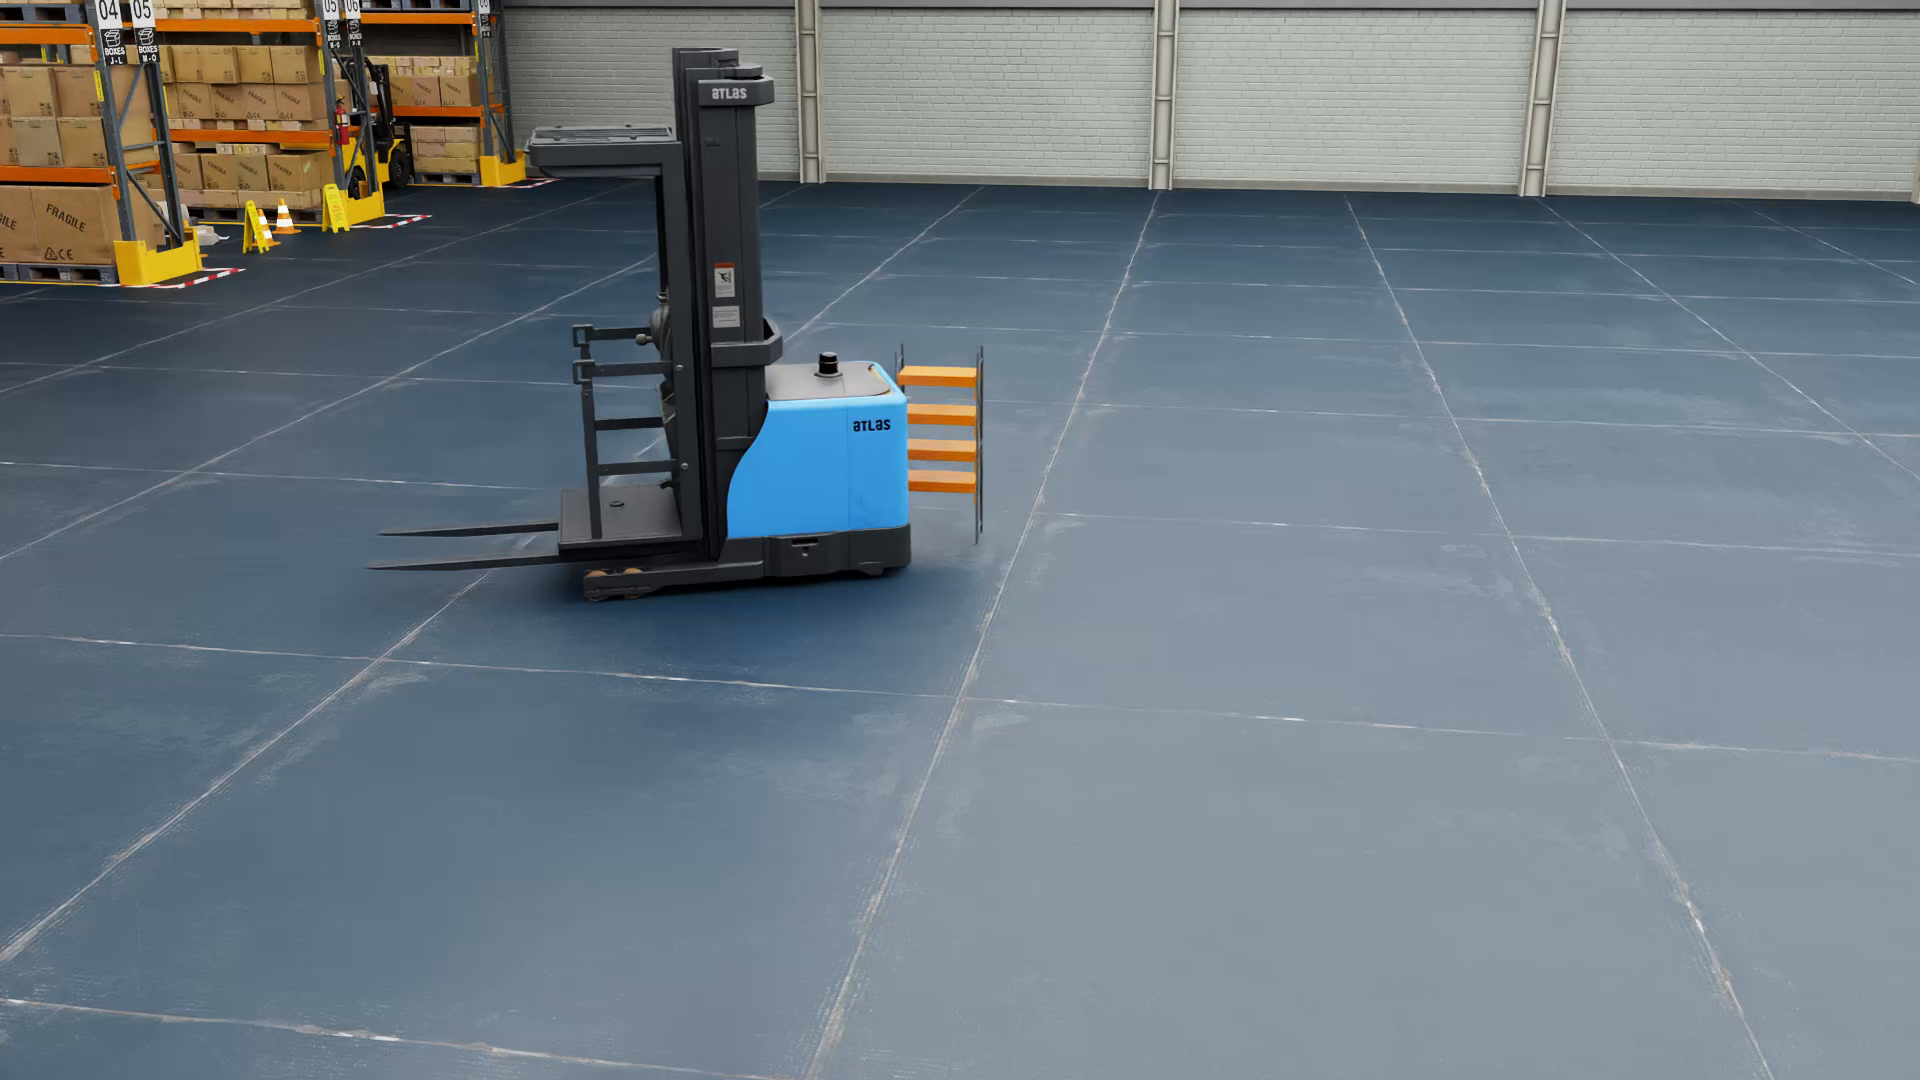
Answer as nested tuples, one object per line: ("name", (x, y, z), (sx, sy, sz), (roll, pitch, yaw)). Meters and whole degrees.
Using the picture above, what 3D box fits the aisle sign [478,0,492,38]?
("aisle sign", (-7.911, -8.763, 27.669), (0.004, 0.787, 0.394), (3, 19, 9))

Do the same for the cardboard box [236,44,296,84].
("cardboard box", (-9.750, -6.718, 23.452), (0.500, 0.500, 0.700), (3, 19, 9))

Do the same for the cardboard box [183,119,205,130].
("cardboard box", (-10.887, -5.965, 23.799), (0.250, 0.149, 0.380), (3, 19, 8))

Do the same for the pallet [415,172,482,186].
("pallet", (-8.690, -6.329, 28.885), (1.213, 0.211, 1.003), (3, 19, 9))

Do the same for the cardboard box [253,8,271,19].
("cardboard box", (-9.617, -7.330, 23.153), (0.250, 0.149, 0.380), (3, 19, 10))

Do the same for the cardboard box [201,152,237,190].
("cardboard box", (-10.558, -5.333, 24.003), (0.500, 0.500, 0.500), (2, 19, 7))

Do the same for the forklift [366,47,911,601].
("forklift", (-1.857, -1.232, 9.366), (3.031, 2.935, 1.130), (-4, 19, -12))

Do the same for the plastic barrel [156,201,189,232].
("plastic barrel", (-10.992, -4.478, 23.020), (0.512, 0.421, 0.421), (-15, 24, -38))

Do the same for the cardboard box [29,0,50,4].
("cardboard box", (-10.029, -5.988, 18.321), (0.250, 0.149, 0.380), (3, 19, 9))

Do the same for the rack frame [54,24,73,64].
("rack frame", (-12.662, -6.272, 24.320), (0.127, 3.000, 1.000), (3, 19, 9))

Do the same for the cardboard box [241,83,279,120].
("cardboard box", (-9.786, -6.227, 23.558), (0.500, 0.500, 0.500), (3, 19, 9))

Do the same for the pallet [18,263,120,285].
("pallet", (-10.200, -3.208, 19.558), (1.213, 0.211, 1.003), (3, 19, 9))

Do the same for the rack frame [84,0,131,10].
("rack frame", (-9.398, -7.359, 18.116), (0.127, 3.000, 1.000), (3, 19, 9))

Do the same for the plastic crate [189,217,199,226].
("plastic crate", (-11.242, -4.551, 23.779), (0.583, 0.080, 0.402), (-3, 19, -10))

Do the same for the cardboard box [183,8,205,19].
("cardboard box", (-10.633, -7.367, 23.263), (0.250, 0.149, 0.380), (3, 19, 8))

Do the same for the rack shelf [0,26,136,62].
("rack shelf", (-11.372, -5.697, 19.007), (4.000, 0.370, 1.077), (3, 19, 9))

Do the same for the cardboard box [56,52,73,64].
("cardboard box", (-13.070, -7.101, 24.489), (0.250, 0.149, 0.380), (3, 19, 8))

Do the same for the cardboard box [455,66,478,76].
("cardboard box", (-8.316, -7.910, 28.037), (0.250, 0.149, 0.380), (3, 19, 9))

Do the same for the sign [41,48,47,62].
("sign", (-15.904, -8.369, 28.889), (0.005, 0.325, 0.100), (3, 19, 9))

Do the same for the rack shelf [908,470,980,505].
("rack shelf", (-0.123, -0.330, 10.235), (0.480, 0.148, 0.258), (3, 19, 7))

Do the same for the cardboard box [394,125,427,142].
("cardboard box", (-9.438, -6.967, 28.493), (0.500, 0.250, 0.500), (3, 19, 9))

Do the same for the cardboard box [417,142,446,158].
("cardboard box", (-8.952, -6.713, 28.523), (0.500, 0.250, 0.500), (3, 19, 8))

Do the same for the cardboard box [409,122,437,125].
("cardboard box", (-9.359, -7.131, 28.984), (0.500, 0.250, 0.500), (3, 19, 8))

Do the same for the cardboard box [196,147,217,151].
("cardboard box", (-11.029, -5.526, 24.582), (0.500, 0.500, 0.500), (4, 19, 12))

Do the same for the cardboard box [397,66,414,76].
("cardboard box", (-9.333, -7.961, 28.188), (0.250, 0.149, 0.380), (2, 19, 7))

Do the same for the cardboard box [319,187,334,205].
("cardboard box", (-9.465, -5.093, 24.468), (0.500, 0.250, 0.500), (3, 19, 8))

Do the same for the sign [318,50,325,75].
("sign", (-8.820, -6.596, 22.968), (0.005, 0.325, 0.100), (3, 19, 9))

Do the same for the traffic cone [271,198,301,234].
("traffic cone", (-9.342, -4.485, 22.978), (0.334, 0.463, 0.336), (3, 19, 9))

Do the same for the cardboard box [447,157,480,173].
("cardboard box", (-8.443, -6.445, 28.511), (0.500, 0.250, 0.500), (3, 19, 9))

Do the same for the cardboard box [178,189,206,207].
("cardboard box", (-11.069, -5.003, 24.201), (0.500, 0.250, 0.500), (3, 19, 8))

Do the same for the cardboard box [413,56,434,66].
("cardboard box", (-9.061, -8.117, 28.186), (0.250, 0.149, 0.380), (3, 19, 9))

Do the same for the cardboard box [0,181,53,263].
("cardboard box", (-10.947, -3.763, 19.509), (0.875, 0.875, 0.875), (3, 19, 8))

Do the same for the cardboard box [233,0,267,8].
("cardboard box", (-9.755, -7.534, 23.133), (0.500, 0.250, 0.500), (3, 19, 8))

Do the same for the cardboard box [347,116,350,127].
("cardboard box", (-9.015, -6.033, 24.003), (0.250, 0.149, 0.380), (3, 19, 9))

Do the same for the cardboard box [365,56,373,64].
("cardboard box", (-10.077, -8.167, 28.336), (0.250, 0.149, 0.380), (3, 19, 9))

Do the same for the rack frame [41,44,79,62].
("rack frame", (-15.828, -8.028, 29.570), (0.127, 3.000, 1.000), (3, 19, 9))

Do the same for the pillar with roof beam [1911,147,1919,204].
("pillar with roof beam", (14.540, -8.231, 20.722), (0.400, 9.000, 9.100), (3, 19, 9))

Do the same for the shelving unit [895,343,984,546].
("shelving unit", (-0.123, -0.582, 10.151), (0.503, 1.200, 0.258), (3, 19, 7))

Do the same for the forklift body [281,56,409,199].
("forklift body", (-10.090, -6.747, 27.078), (1.214, 2.155, 2.313), (3, 19, 9))

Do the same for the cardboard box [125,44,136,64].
("cardboard box", (-11.761, -6.812, 23.732), (0.500, 0.500, 0.700), (3, 19, 9))

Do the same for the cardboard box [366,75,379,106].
("cardboard box", (-9.971, -7.692, 28.408), (0.500, 0.500, 0.500), (3, 19, 9))

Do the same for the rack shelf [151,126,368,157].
("rack shelf", (-10.687, -5.830, 24.133), (4.000, 0.370, 1.077), (3, 19, 9))

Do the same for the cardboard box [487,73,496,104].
("cardboard box", (-8.374, -7.785, 28.685), (0.500, 0.500, 0.500), (4, 19, 10))

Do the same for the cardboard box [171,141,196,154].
("cardboard box", (-11.234, -5.653, 23.938), (0.250, 0.149, 0.380), (4, 19, 12))

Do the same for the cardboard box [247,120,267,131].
("cardboard box", (-9.892, -5.904, 23.617), (0.250, 0.149, 0.380), (3, 19, 10))
